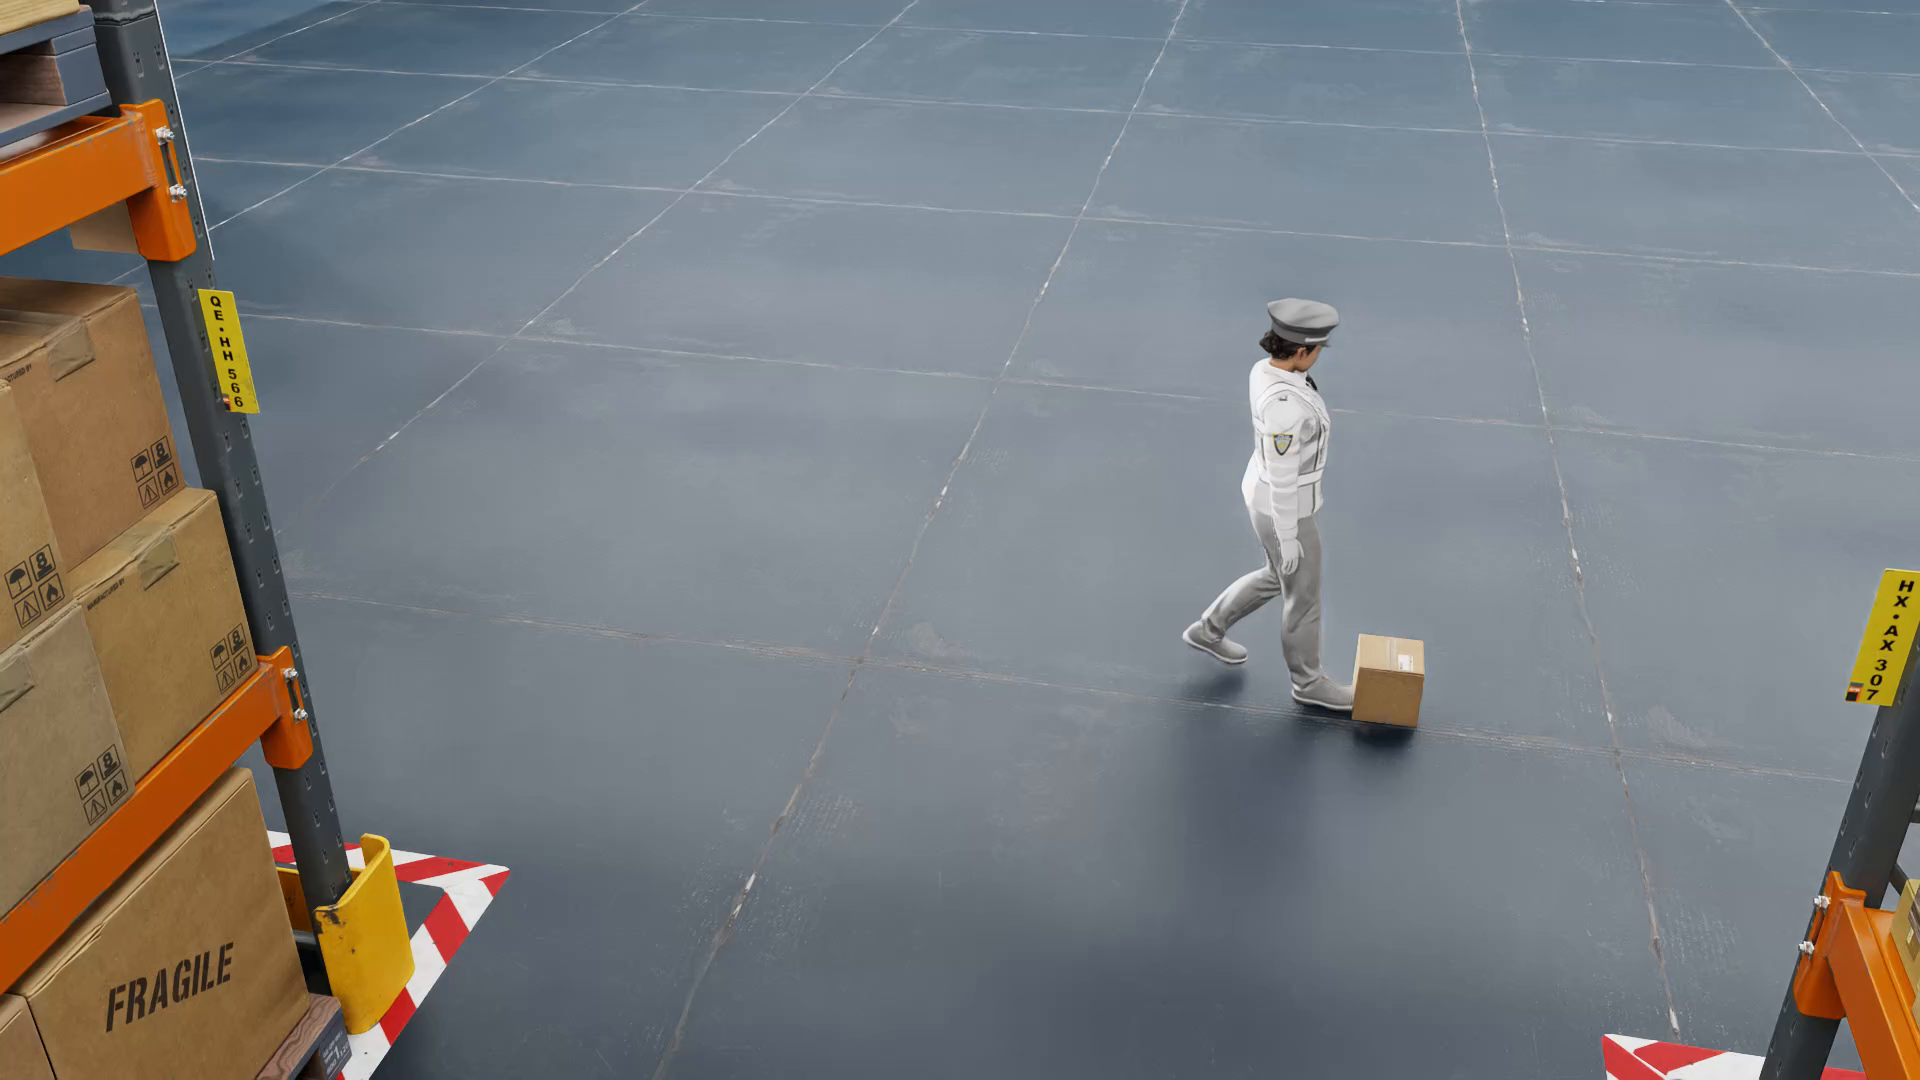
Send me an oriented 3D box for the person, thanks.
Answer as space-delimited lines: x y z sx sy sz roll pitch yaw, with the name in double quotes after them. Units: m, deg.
1.256 -0.126 6.326 0.718 1.643 0.513 2 29 3 "person"
